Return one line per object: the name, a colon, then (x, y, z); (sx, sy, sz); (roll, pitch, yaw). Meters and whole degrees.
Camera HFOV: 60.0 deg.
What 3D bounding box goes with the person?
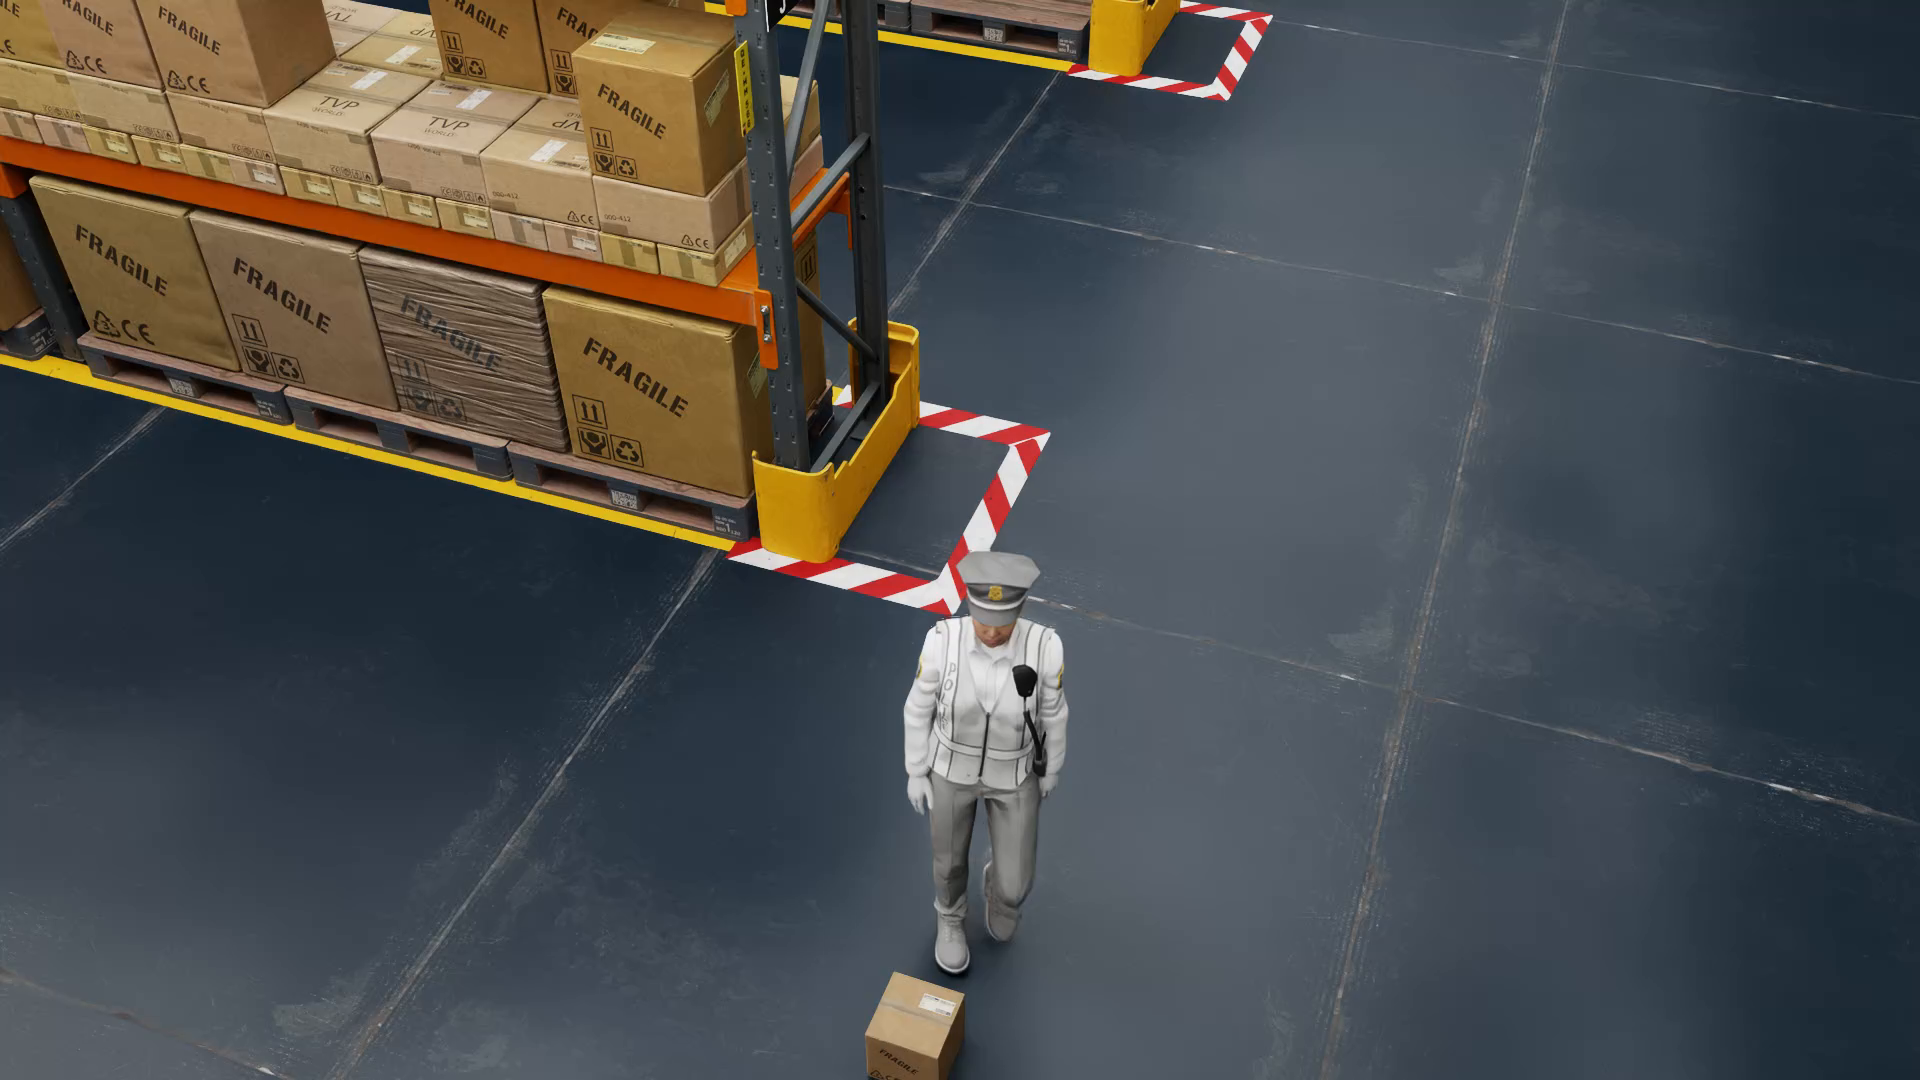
person: (0.073, 0.754, 5.277); (0.516, 1.685, 0.481); (4, 42, 4)
